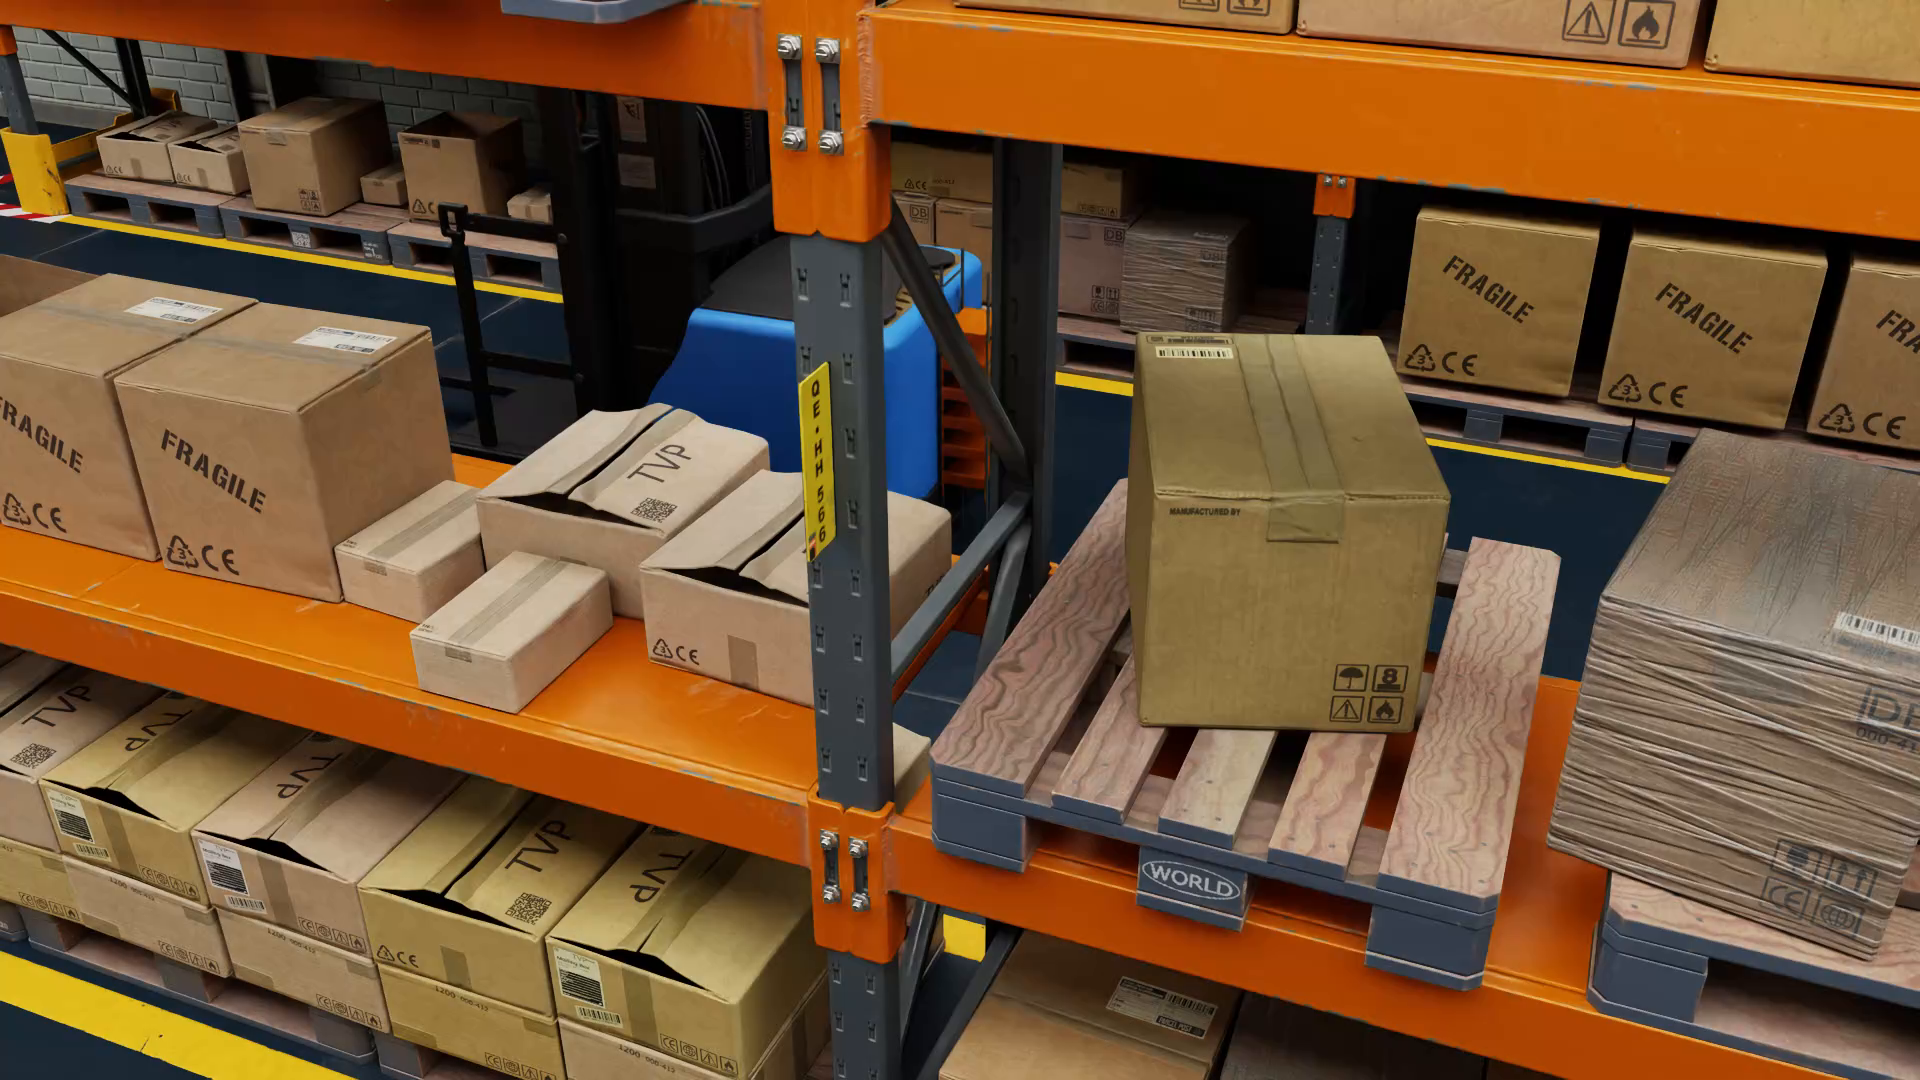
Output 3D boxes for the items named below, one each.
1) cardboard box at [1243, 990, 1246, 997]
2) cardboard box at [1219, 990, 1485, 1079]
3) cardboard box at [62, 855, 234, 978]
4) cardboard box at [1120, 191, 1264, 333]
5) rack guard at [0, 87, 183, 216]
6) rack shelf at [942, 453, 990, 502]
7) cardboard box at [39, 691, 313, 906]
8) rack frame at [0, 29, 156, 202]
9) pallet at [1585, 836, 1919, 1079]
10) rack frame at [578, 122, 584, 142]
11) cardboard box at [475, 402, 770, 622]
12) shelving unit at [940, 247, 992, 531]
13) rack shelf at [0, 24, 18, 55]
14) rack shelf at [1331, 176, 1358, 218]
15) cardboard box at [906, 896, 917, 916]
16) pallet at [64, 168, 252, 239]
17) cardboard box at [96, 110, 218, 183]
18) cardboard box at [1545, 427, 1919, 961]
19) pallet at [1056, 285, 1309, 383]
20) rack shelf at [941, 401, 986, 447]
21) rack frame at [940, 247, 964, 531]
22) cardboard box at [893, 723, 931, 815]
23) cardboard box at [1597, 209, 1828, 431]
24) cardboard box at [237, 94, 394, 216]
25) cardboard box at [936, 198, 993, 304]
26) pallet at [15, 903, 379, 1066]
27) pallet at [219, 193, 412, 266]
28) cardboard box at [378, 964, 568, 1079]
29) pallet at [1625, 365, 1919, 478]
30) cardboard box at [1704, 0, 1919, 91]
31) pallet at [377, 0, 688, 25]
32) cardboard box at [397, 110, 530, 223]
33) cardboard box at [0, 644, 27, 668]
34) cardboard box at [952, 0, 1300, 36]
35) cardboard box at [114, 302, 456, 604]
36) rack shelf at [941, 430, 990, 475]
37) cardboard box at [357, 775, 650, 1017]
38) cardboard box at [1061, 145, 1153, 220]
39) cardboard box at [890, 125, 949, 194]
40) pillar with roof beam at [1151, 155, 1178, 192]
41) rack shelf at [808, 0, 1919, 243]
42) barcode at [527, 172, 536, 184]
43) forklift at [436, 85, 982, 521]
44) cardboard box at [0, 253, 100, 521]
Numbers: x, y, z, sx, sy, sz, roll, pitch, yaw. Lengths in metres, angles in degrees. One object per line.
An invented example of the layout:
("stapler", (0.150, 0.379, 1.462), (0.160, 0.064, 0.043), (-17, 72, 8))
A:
("cardboard box", (0.926, 1.087, 3.872), (0.500, 0.500, 0.500), (13, 32, 21))
("cardboard box", (0.772, 1.330, 3.442), (0.500, 0.500, 0.500), (10, 31, 17))
("cardboard box", (-2.030, 0.870, 4.529), (0.500, 0.250, 0.500), (12, 32, 20))
("cardboard box", (1.143, -1.348, 8.179), (0.500, 0.500, 0.700), (12, 32, 20))
("rack guard", (-5.513, -2.513, 10.688), (0.348, 0.500, 1.175), (11, 31, 19))
("rack shelf", (0.057, -0.264, 6.576), (0.180, 0.103, 0.258), (11, 31, 18))
("cardboard box", (-2.021, 0.628, 4.388), (0.500, 0.311, 0.500), (12, 32, 20))
("rack frame", (-5.583, -3.615, 10.098), (0.127, 3.000, 1.000), (11, 31, 19))
("pallet", (1.775, 0.565, 2.896), (1.213, 0.211, 1.003), (11, 31, 19))
("rack frame", (-1.877, -2.875, 8.788), (0.127, 3.000, 1.000), (11, 31, 19))
("cardboard box", (-0.785, -0.091, 3.953), (0.500, 0.311, 0.500), (11, 31, 19))
("shelving unit", (0.057, -0.512, 6.436), (0.189, 1.200, 0.258), (11, 31, 18))
("rack shelf", (-3.730, -2.932, 9.620), (4.000, 0.370, 1.077), (11, 31, 19))
("rack shelf", (3.683, -1.452, 7.001), (4.000, 0.370, 1.077), (11, 31, 19))
("cardboard box", (-0.404, 0.908, 4.463), (0.500, 0.250, 0.500), (11, 31, 19))
("pallet", (-4.773, -2.221, 10.464), (1.213, 0.211, 1.003), (11, 31, 19))
("cardboard box", (-4.976, -2.467, 10.352), (0.500, 0.311, 0.500), (8, 30, 13))
("cardboard box", (1.372, 0.219, 2.785), (0.500, 0.500, 0.700), (18, 34, 28))
("pallet", (1.106, -1.066, 8.422), (1.213, 0.211, 1.003), (11, 31, 19))
("rack shelf", (0.057, -0.473, 6.458), (0.180, 0.103, 0.258), (11, 31, 18))
("rack frame", (-0.029, -0.528, 6.465), (0.006, 1.200, 0.240), (11, 31, 18))
("cardboard box", (-0.404, 0.664, 4.325), (0.500, 0.311, 0.500), (12, 32, 21))
("cardboard box", (3.271, -1.021, 7.266), (0.750, 0.750, 0.750), (11, 31, 19))
("cardboard box", (-3.787, -2.285, 9.838), (0.500, 0.500, 0.700), (9, 31, 16))
("cardboard box", (0.238, -1.575, 8.582), (0.500, 0.500, 0.700), (11, 31, 19))
("pallet", (-1.904, 0.942, 4.869), (1.213, 0.211, 1.003), (11, 31, 19))
("pallet", (-3.647, -1.994, 10.064), (1.213, 0.211, 1.003), (11, 31, 19))
("cardboard box", (-1.087, 1.059, 4.196), (0.500, 0.250, 0.500), (11, 31, 19))
("pallet", (3.659, -0.515, 7.446), (1.213, 0.211, 1.003), (11, 31, 19))
("cardboard box", (1.342, -0.969, 2.266), (0.500, 0.500, 0.910), (11, 31, 19))
("pallet", (-0.692, -1.184, 2.940), (1.003, 0.211, 1.213), (13, 32, 21))
("cardboard box", (-2.853, -2.152, 9.603), (0.500, 0.500, 0.500), (9, 31, 15))
("cardboard box", (-2.985, 0.439, 4.722), (0.500, 0.311, 0.500), (11, 31, 19))
("cardboard box", (0.388, -1.160, 2.603), (0.500, 0.500, 0.910), (11, 31, 19))
("cardboard box", (-1.590, -0.222, 3.993), (0.500, 0.500, 0.500), (10, 31, 16))
("rack shelf", (0.057, -0.369, 6.517), (0.180, 0.103, 0.258), (11, 31, 18))
("cardboard box", (-1.091, 0.817, 4.055), (0.500, 0.311, 0.500), (11, 31, 18))
("cardboard box", (0.638, -1.808, 8.232), (0.500, 0.250, 0.500), (12, 32, 20))
("cardboard box", (-0.295, -2.002, 8.574), (0.500, 0.250, 0.500), (10, 31, 18))
("pillar with roof beam", (-0.668, -3.419, 3.653), (0.400, 9.000, 9.100), (11, 31, 19))
("rack shelf", (1.824, -0.498, 2.266), (4.000, 0.370, 1.077), (11, 31, 19))
("barcode", (-2.552, -2.151, 9.884), (0.075, 0.075, 0.001), (11, 31, 19))
("forklift", (-1.469, -1.523, 6.467), (3.031, 2.935, 1.130), (11, 31, 18))
("cardboard box", (-2.542, -0.412, 4.329), (0.500, 0.500, 0.500), (14, 32, 23))
